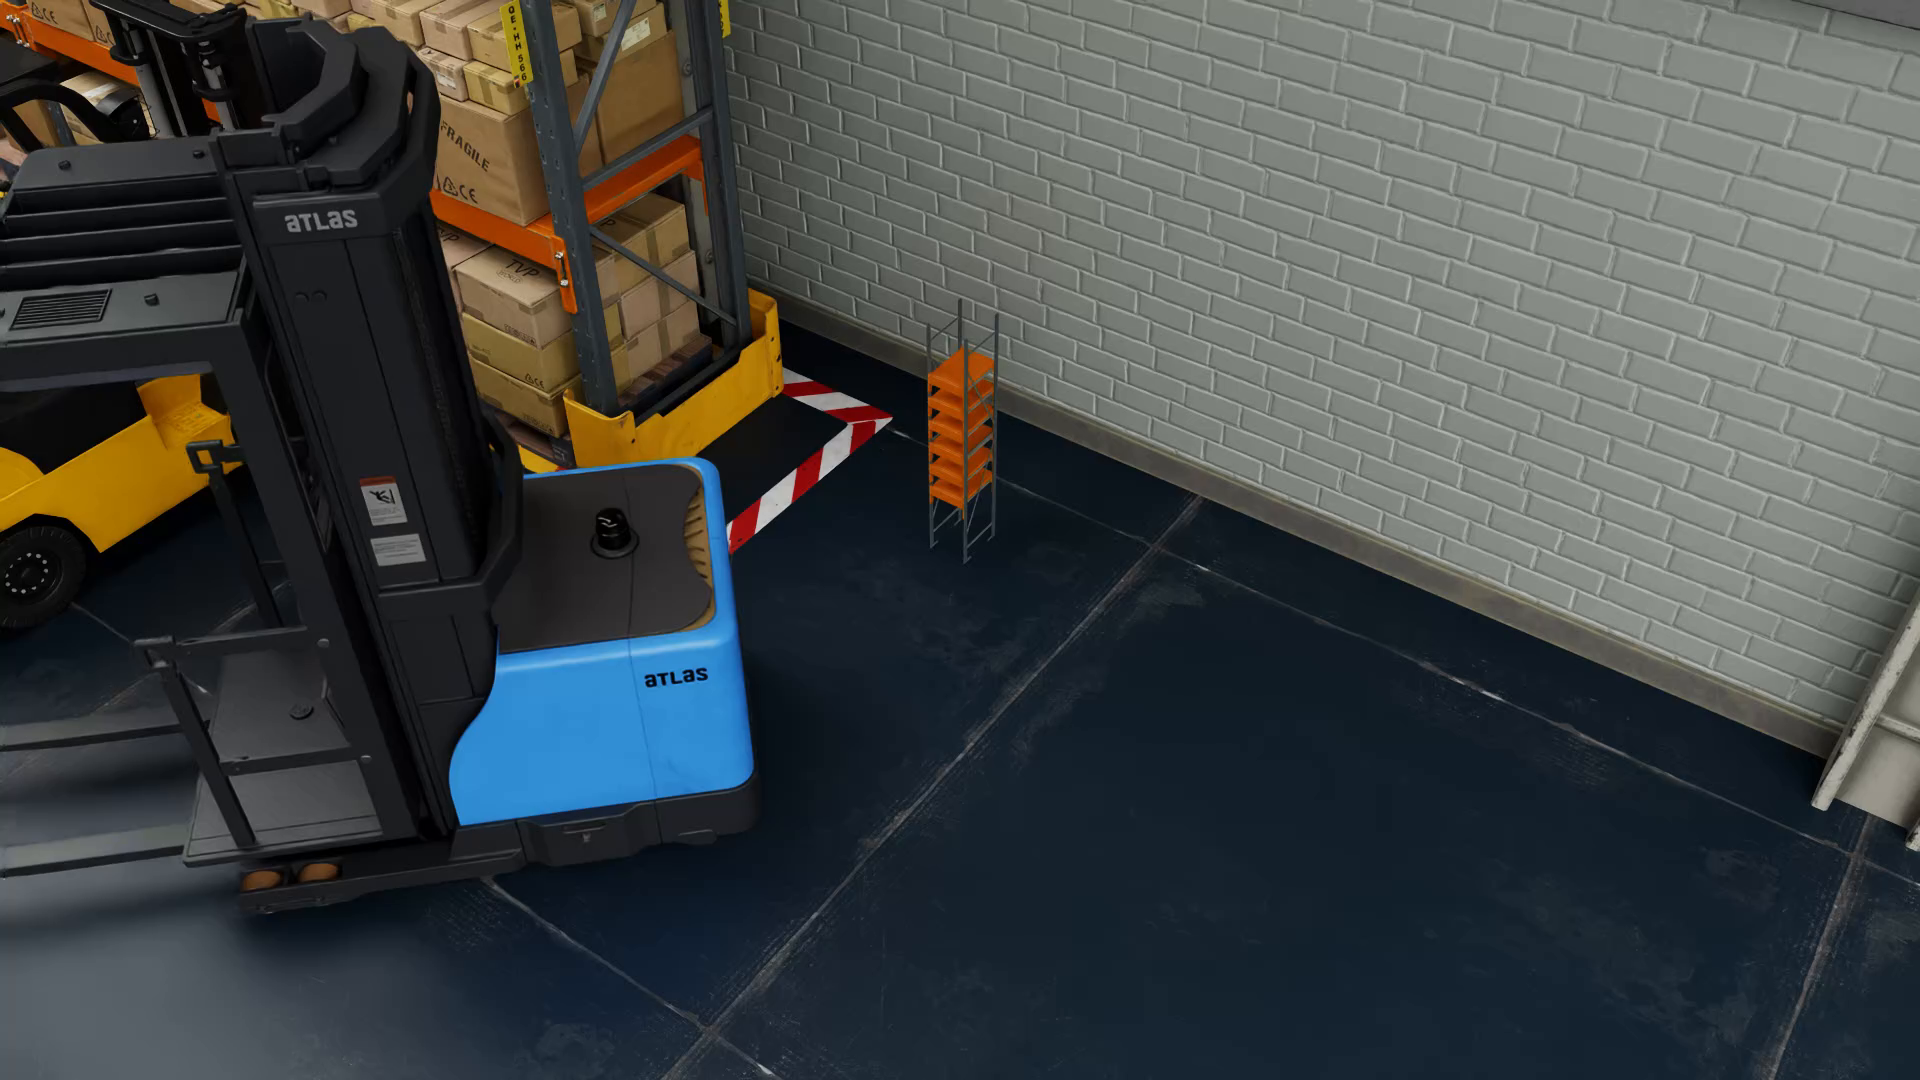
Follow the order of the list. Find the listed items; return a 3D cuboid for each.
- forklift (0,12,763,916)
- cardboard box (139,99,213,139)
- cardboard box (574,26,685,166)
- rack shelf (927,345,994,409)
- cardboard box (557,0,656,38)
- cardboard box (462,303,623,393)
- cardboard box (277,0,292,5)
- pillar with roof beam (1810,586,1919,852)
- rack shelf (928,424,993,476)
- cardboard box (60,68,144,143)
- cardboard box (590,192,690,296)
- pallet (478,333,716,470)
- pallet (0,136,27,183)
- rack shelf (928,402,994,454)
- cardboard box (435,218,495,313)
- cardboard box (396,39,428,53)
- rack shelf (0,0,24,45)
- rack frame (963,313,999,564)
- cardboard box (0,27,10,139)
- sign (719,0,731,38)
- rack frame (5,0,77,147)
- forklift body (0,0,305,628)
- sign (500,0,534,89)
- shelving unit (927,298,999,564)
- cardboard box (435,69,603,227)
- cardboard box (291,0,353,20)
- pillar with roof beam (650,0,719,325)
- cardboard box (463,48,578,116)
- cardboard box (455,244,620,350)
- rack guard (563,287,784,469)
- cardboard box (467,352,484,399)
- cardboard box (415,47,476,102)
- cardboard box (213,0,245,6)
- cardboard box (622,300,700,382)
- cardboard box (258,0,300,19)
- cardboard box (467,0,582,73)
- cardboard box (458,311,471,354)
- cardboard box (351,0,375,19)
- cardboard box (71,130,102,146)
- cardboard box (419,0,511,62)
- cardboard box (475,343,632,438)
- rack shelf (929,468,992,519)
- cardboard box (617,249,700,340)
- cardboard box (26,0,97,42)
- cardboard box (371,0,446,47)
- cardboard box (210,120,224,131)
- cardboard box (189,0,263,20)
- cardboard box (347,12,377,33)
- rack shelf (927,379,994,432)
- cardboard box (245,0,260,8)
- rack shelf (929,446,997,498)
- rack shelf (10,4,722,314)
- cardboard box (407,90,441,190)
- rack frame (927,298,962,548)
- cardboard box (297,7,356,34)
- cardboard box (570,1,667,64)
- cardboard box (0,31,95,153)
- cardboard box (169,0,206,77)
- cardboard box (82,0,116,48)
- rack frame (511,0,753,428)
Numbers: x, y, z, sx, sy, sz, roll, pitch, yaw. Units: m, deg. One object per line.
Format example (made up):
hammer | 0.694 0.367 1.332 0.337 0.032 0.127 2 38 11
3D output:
forklift | -2.309 -0.128 5.444 3.031 2.935 1.130 -7 42 -8
cardboard box | -4.000 -2.130 8.626 0.500 0.250 0.500 25 48 25
cardboard box | -1.600 -2.030 7.443 0.500 0.500 0.500 27 48 27
rack shelf | 0.012 -0.677 6.882 0.180 0.103 0.258 25 48 25
cardboard box | -1.507 -2.287 7.020 0.250 0.149 0.380 24 47 25
cardboard box | -1.932 -0.985 7.722 0.500 0.250 0.500 24 47 25
cardboard box | -2.871 -2.497 7.255 0.250 0.149 0.380 26 48 26
pillar with roof beam | 1.034 0.002 0.748 0.400 9.000 9.100 25 48 25
rack shelf | 0.012 -0.408 7.122 0.180 0.103 0.258 25 48 25
cardboard box | -4.413 -2.331 8.851 0.500 0.250 0.500 24 47 25
cardboard box | -1.639 -1.443 7.859 0.500 0.250 0.500 24 47 25
pallet | -2.004 -0.882 8.326 1.213 0.211 1.003 25 48 25
pallet | -5.255 -2.405 10.027 1.213 0.211 1.003 25 48 25
rack shelf | 0.012 -0.498 7.042 0.180 0.103 0.258 25 48 25
cardboard box | -2.332 -1.354 7.760 0.500 0.250 0.500 26 48 26
cardboard box | -2.203 -2.125 7.062 0.250 0.149 0.380 26 48 26
rack shelf | -6.267 -3.681 9.902 4.000 0.370 1.077 25 48 25
rack frame | 0.087 -0.407 7.053 0.006 1.200 0.240 25 48 25
cardboard box | -5.694 -2.950 10.011 0.625 0.625 0.875 25 47 25
sign | -1.031 -2.304 7.116 0.005 0.325 0.100 25 48 25
rack frame | -4.629 -3.183 8.806 0.127 3.000 1.000 25 48 25
forklift body | -3.954 -1.065 7.076 1.214 2.155 2.313 25 48 25
sign | -1.677 -1.880 6.304 0.005 0.325 0.100 25 48 25
shelving unit | 0.012 -0.442 7.092 0.189 1.200 0.258 25 48 25
cardboard box | -1.908 -1.734 7.112 0.500 0.500 0.500 24 47 24
cardboard box | -2.656 -2.401 7.148 0.250 0.149 0.380 26 48 26
pillar with roof beam | -3.879 -2.296 3.315 0.400 9.000 9.100 25 48 25
cardboard box | -1.799 -1.910 6.822 0.250 0.149 0.380 26 48 26
cardboard box | -1.910 -1.162 7.545 0.500 0.250 0.500 27 48 27
rack guard | -1.335 -0.711 7.918 0.348 0.500 1.175 25 48 25
cardboard box | -2.322 -0.986 8.098 0.500 0.250 0.500 25 48 25
cardboard box | -2.025 -1.992 6.914 0.250 0.149 0.380 26 48 26
cardboard box | -3.265 -2.594 7.586 0.250 0.149 0.380 24 47 25
cardboard box | -1.644 -1.078 8.201 0.500 0.250 0.500 25 48 25
cardboard box | -2.863 -2.388 7.356 0.250 0.149 0.380 25 48 26
cardboard box | -1.769 -2.063 6.770 0.250 0.149 0.380 25 48 25
cardboard box | -2.337 -1.183 7.943 0.500 0.250 0.500 25 47 25
cardboard box | -2.379 -2.362 7.104 0.250 0.149 0.380 25 48 26
cardboard box | -4.410 -2.147 9.021 0.500 0.250 0.500 25 47 25
cardboard box | -1.988 -2.141 6.857 0.250 0.149 0.380 25 48 25
cardboard box | -1.920 -0.791 7.880 0.500 0.250 0.500 25 48 26
rack shelf | 0.012 -0.230 7.282 0.180 0.103 0.258 25 48 25
cardboard box | -1.620 -1.263 8.033 0.500 0.250 0.500 26 48 26
cardboard box | -4.416 -2.908 8.424 0.500 0.500 0.500 24 47 24
cardboard box | -2.218 -2.226 6.952 0.250 0.149 0.380 26 48 26
cardboard box | -3.587 -1.945 8.420 0.500 0.250 0.500 27 48 27
cardboard box | -3.165 -2.320 7.767 0.500 0.500 0.500 25 48 26
cardboard box | -2.399 -2.226 7.175 0.250 0.149 0.380 25 47 25
rack shelf | 0.012 -0.587 6.962 0.180 0.103 0.258 25 48 25
cardboard box | -3.016 -2.533 7.518 0.250 0.149 0.380 25 47 25
rack shelf | 0.012 -0.319 7.202 0.180 0.103 0.258 25 48 25
rack shelf | -2.992 -2.149 8.190 4.000 0.370 1.077 25 48 25
cardboard box | -2.327 -1.938 7.339 0.500 0.500 0.500 27 48 27
rack frame | -0.063 -0.477 7.131 0.006 1.200 0.240 25 48 25
cardboard box | -2.645 -2.302 7.260 0.250 0.149 0.380 24 47 24
cardboard box | -1.483 -2.202 7.148 0.250 0.149 0.380 24 47 24
cardboard box | -5.063 -2.648 9.674 0.625 0.625 0.875 27 48 27
cardboard box | -3.565 -2.524 7.995 0.500 0.500 0.500 25 47 25
cardboard box | -3.980 -2.718 8.211 0.500 0.500 0.500 26 48 26
rack frame | -1.354 -1.652 7.095 0.127 3.000 1.000 25 48 25
